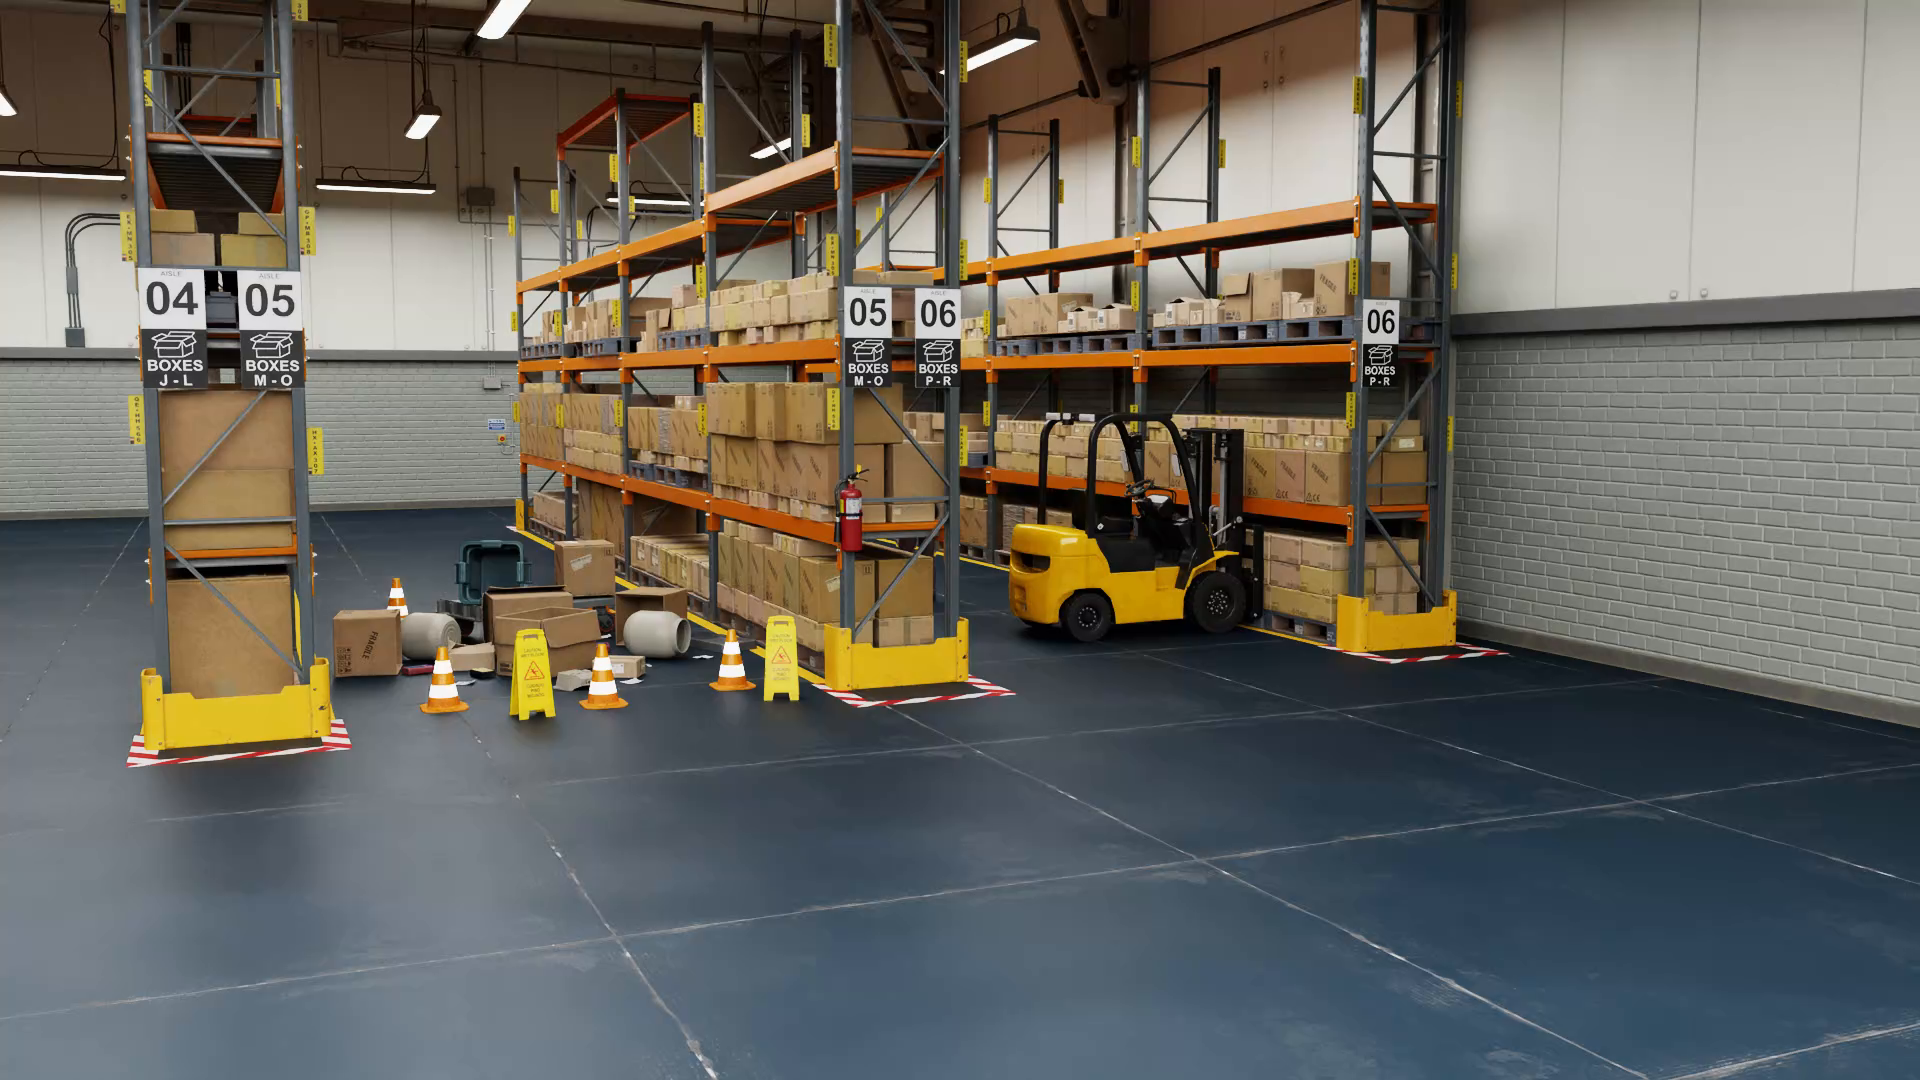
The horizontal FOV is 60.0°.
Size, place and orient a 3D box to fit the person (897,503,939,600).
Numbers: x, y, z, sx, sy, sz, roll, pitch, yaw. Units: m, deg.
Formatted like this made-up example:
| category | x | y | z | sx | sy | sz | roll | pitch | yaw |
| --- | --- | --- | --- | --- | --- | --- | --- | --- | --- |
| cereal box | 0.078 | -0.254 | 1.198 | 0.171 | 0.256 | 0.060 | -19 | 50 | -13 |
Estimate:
| category | x | y | z | sx | sy | sz | roll | pitch | yaw |
| --- | --- | --- | --- | --- | --- | --- | --- | --- | --- |
| person | -0.501 | -0.138 | 18.754 | 0.563 | 1.658 | 0.447 | -2 | 6 | -22 |
